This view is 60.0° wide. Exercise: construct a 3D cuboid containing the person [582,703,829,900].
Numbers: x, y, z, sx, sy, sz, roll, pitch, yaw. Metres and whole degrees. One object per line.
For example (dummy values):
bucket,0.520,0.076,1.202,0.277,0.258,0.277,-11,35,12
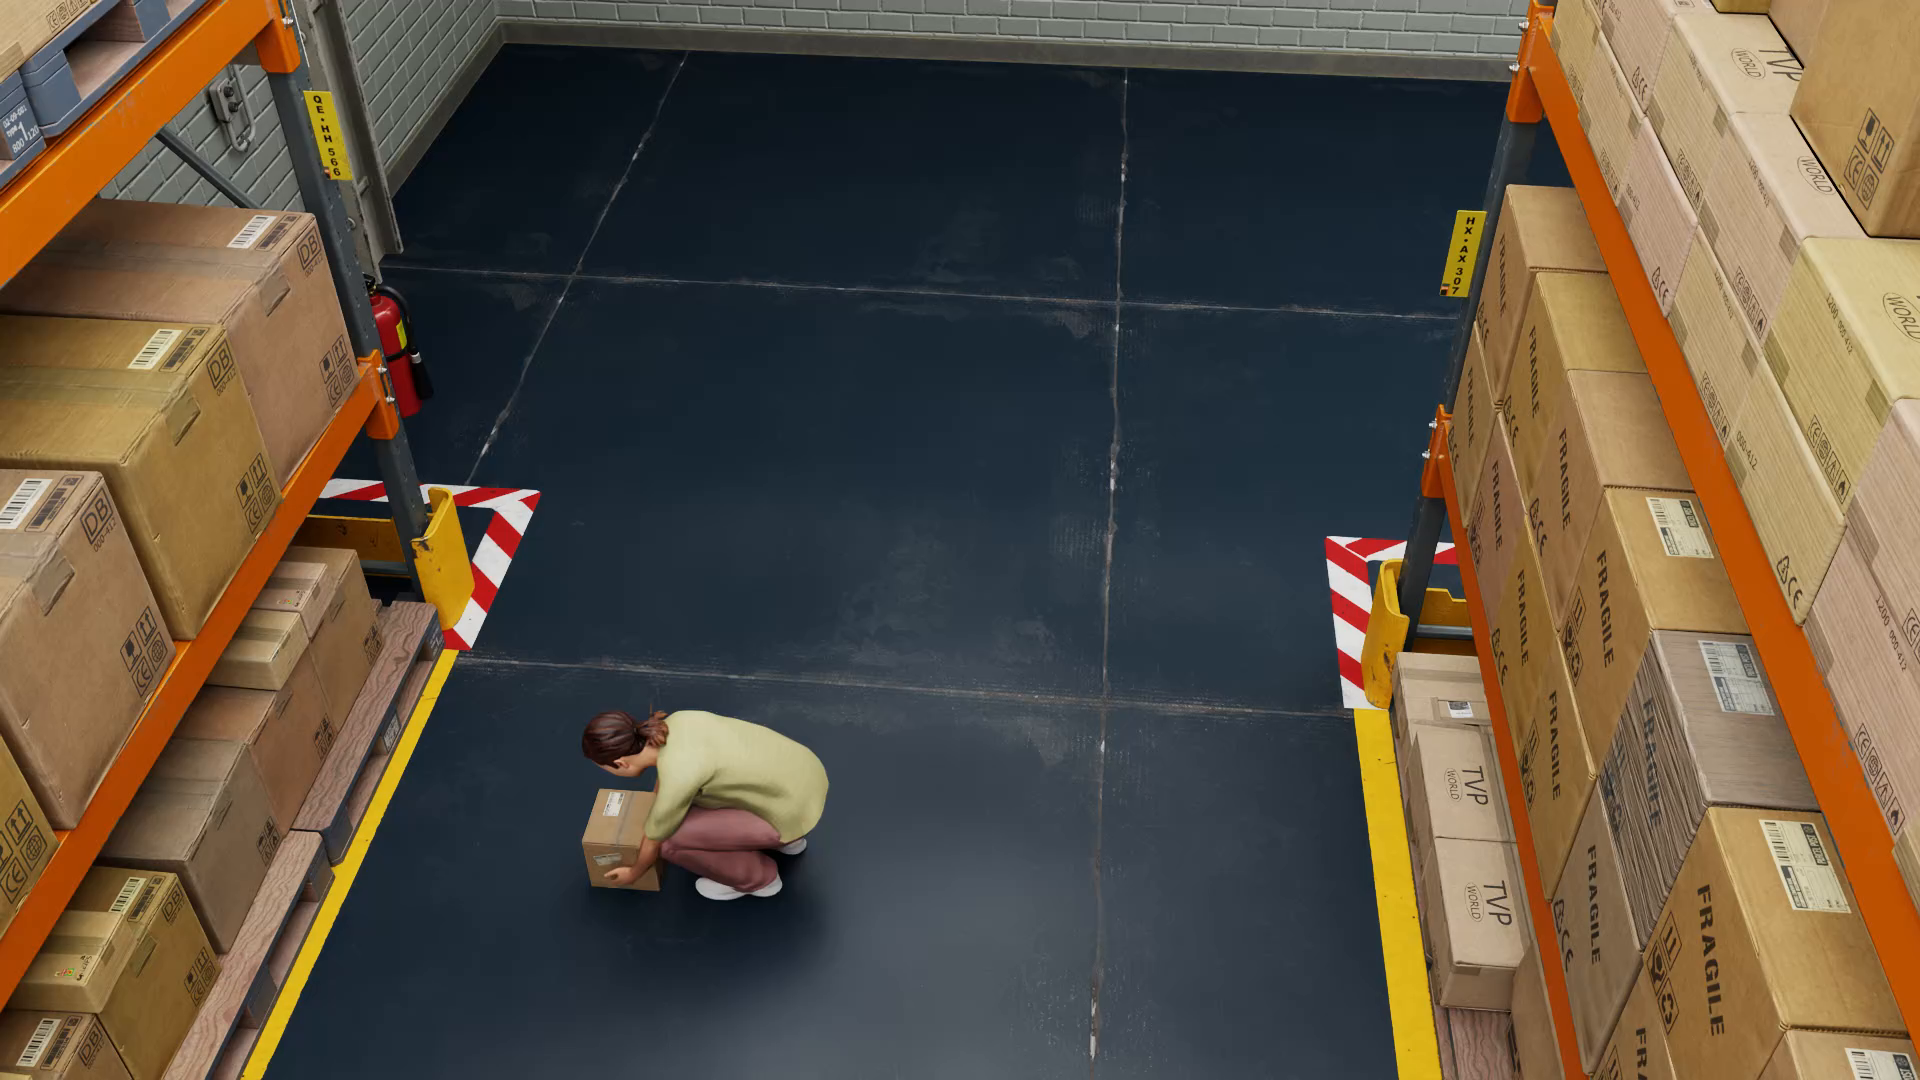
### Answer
person,-0.865,0.887,5.784,0.803,0.808,0.483,3,40,4
